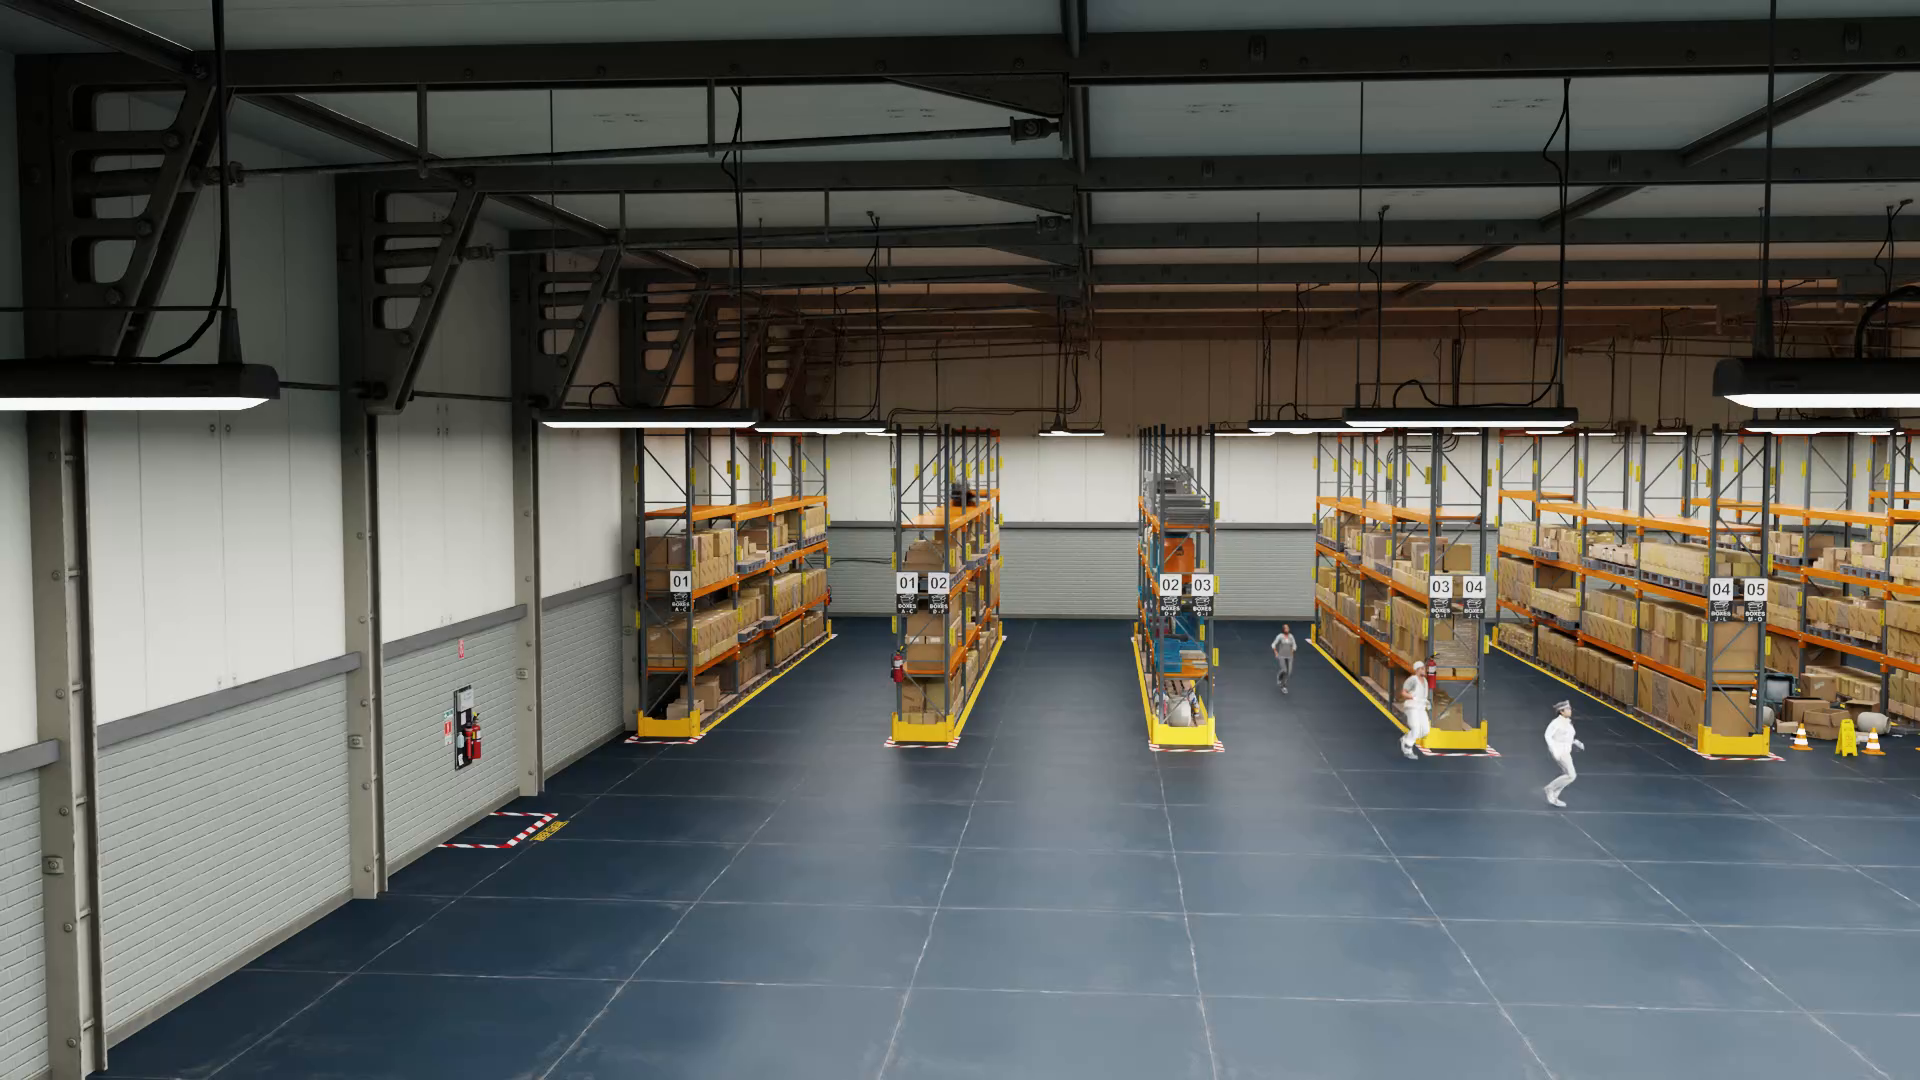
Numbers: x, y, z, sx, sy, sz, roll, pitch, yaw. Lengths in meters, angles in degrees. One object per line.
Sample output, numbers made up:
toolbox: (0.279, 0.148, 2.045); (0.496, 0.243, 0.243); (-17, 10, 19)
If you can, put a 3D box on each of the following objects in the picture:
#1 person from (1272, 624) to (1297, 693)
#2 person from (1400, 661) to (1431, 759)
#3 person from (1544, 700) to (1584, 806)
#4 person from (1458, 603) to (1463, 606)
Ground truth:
person: (7.332, 2.667, 37.450); (0.530, 1.558, 0.537); (0, 3, -6)
person: (8.223, 3.041, 29.893); (0.682, 1.726, 0.632); (-2, 4, -35)
person: (9.415, 3.316, 25.895); (0.534, 1.663, 0.628); (3, 4, 36)
person: (13.459, 2.192, 44.029); (0.672, 1.781, 0.943); (1, 4, 10)
